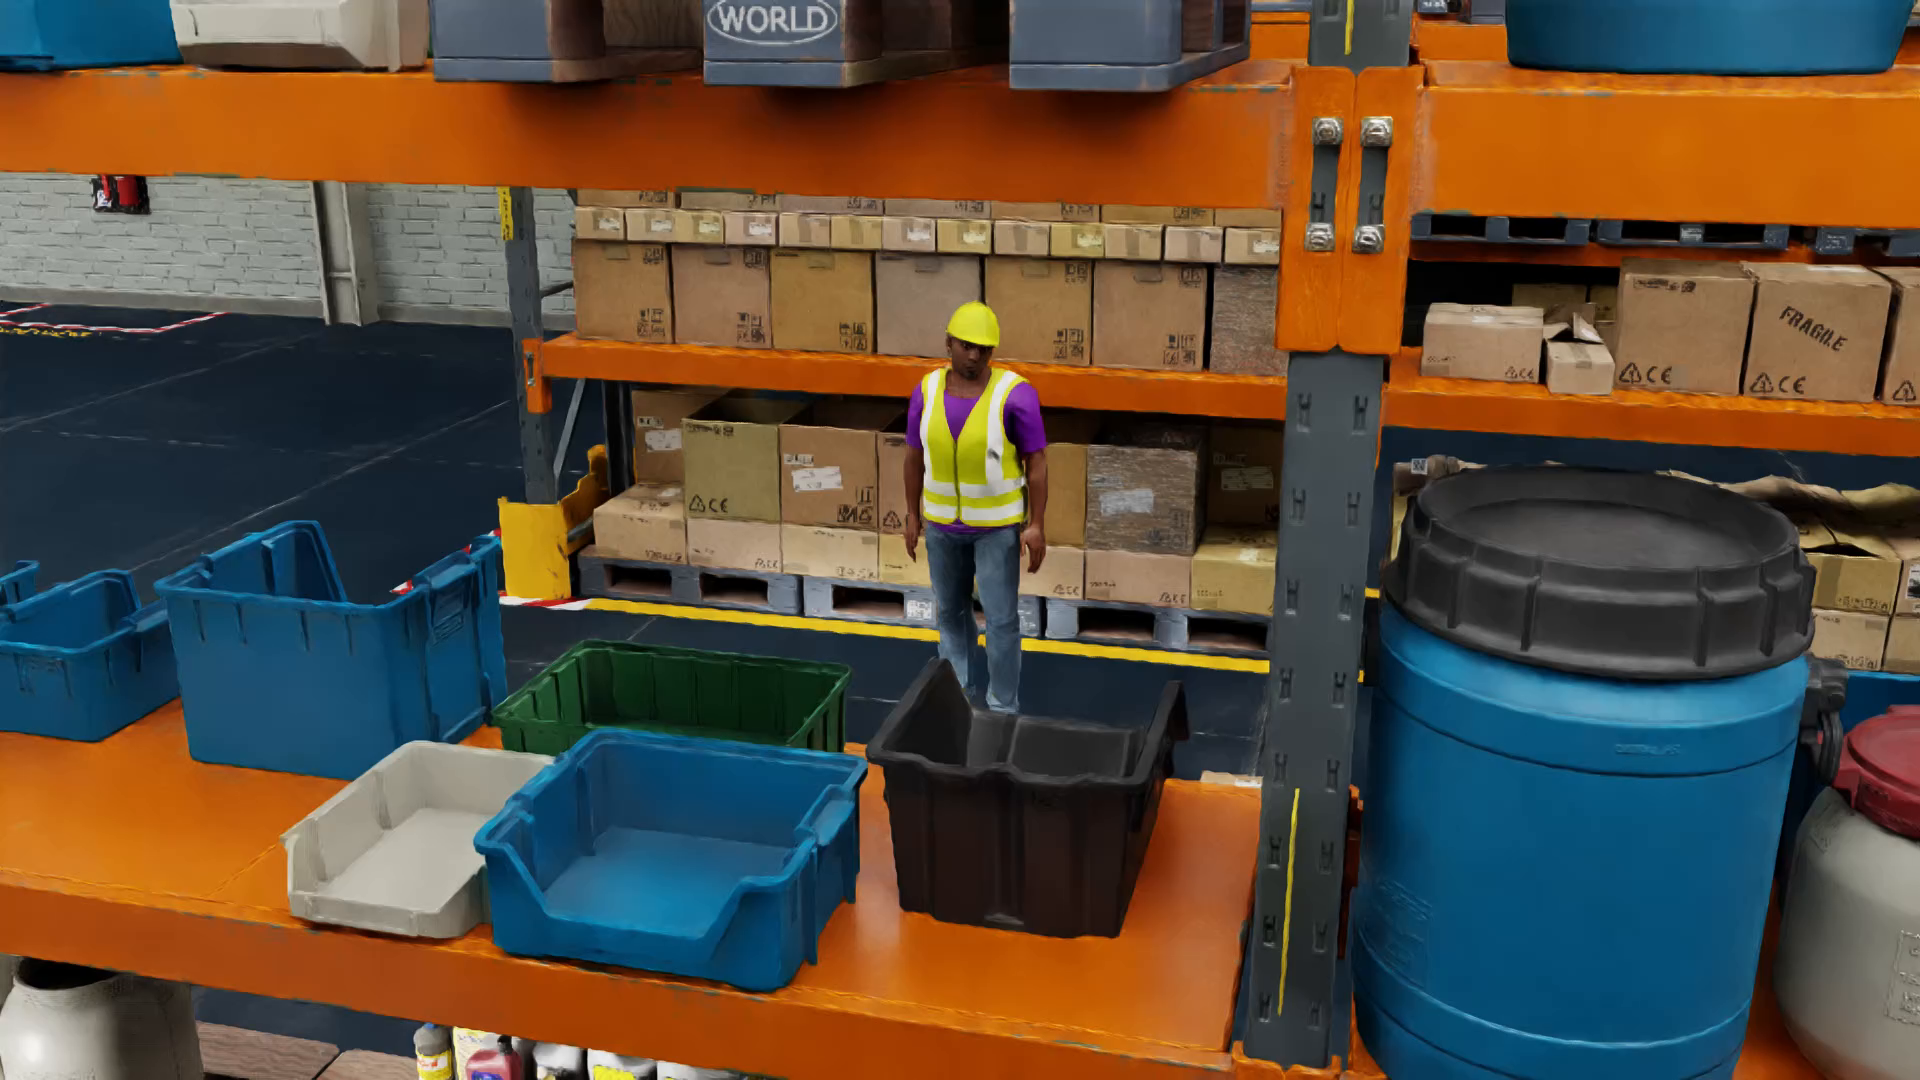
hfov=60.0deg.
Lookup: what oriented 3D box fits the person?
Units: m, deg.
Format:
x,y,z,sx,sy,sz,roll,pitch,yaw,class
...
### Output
x,y,z,sx,sy,sz,roll,pitch,yaw,class
0.047,-0.066,6.627,0.631,1.768,0.419,9,20,25,person
